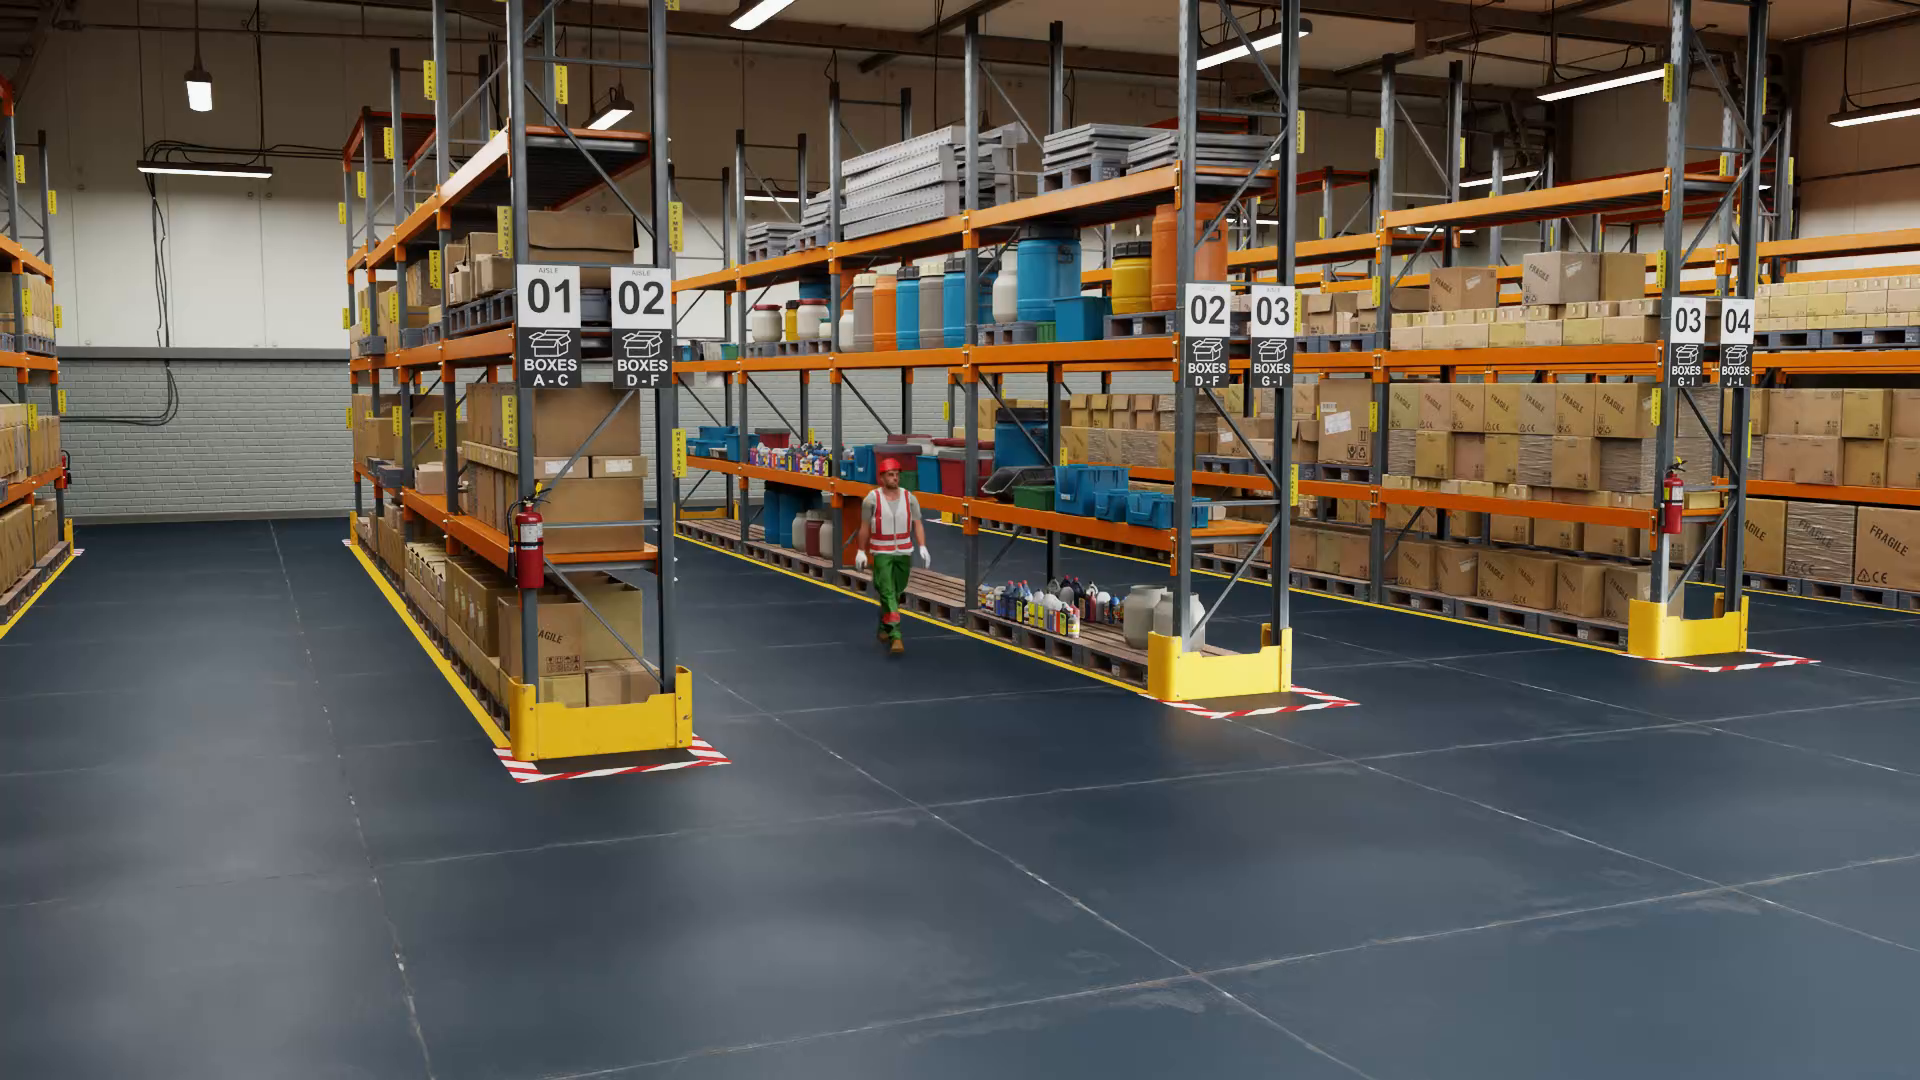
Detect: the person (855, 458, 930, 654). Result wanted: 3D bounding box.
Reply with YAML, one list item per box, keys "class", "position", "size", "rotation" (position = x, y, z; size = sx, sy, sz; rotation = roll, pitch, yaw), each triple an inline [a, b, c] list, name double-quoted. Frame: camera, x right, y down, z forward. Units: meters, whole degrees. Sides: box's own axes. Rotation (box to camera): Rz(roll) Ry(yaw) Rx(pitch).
- class: "person"
  position: [-0.582, 0.120, 15.104]
  size: [0.590, 1.721, 1.050]
  rotation: [-2, 6, -22]
